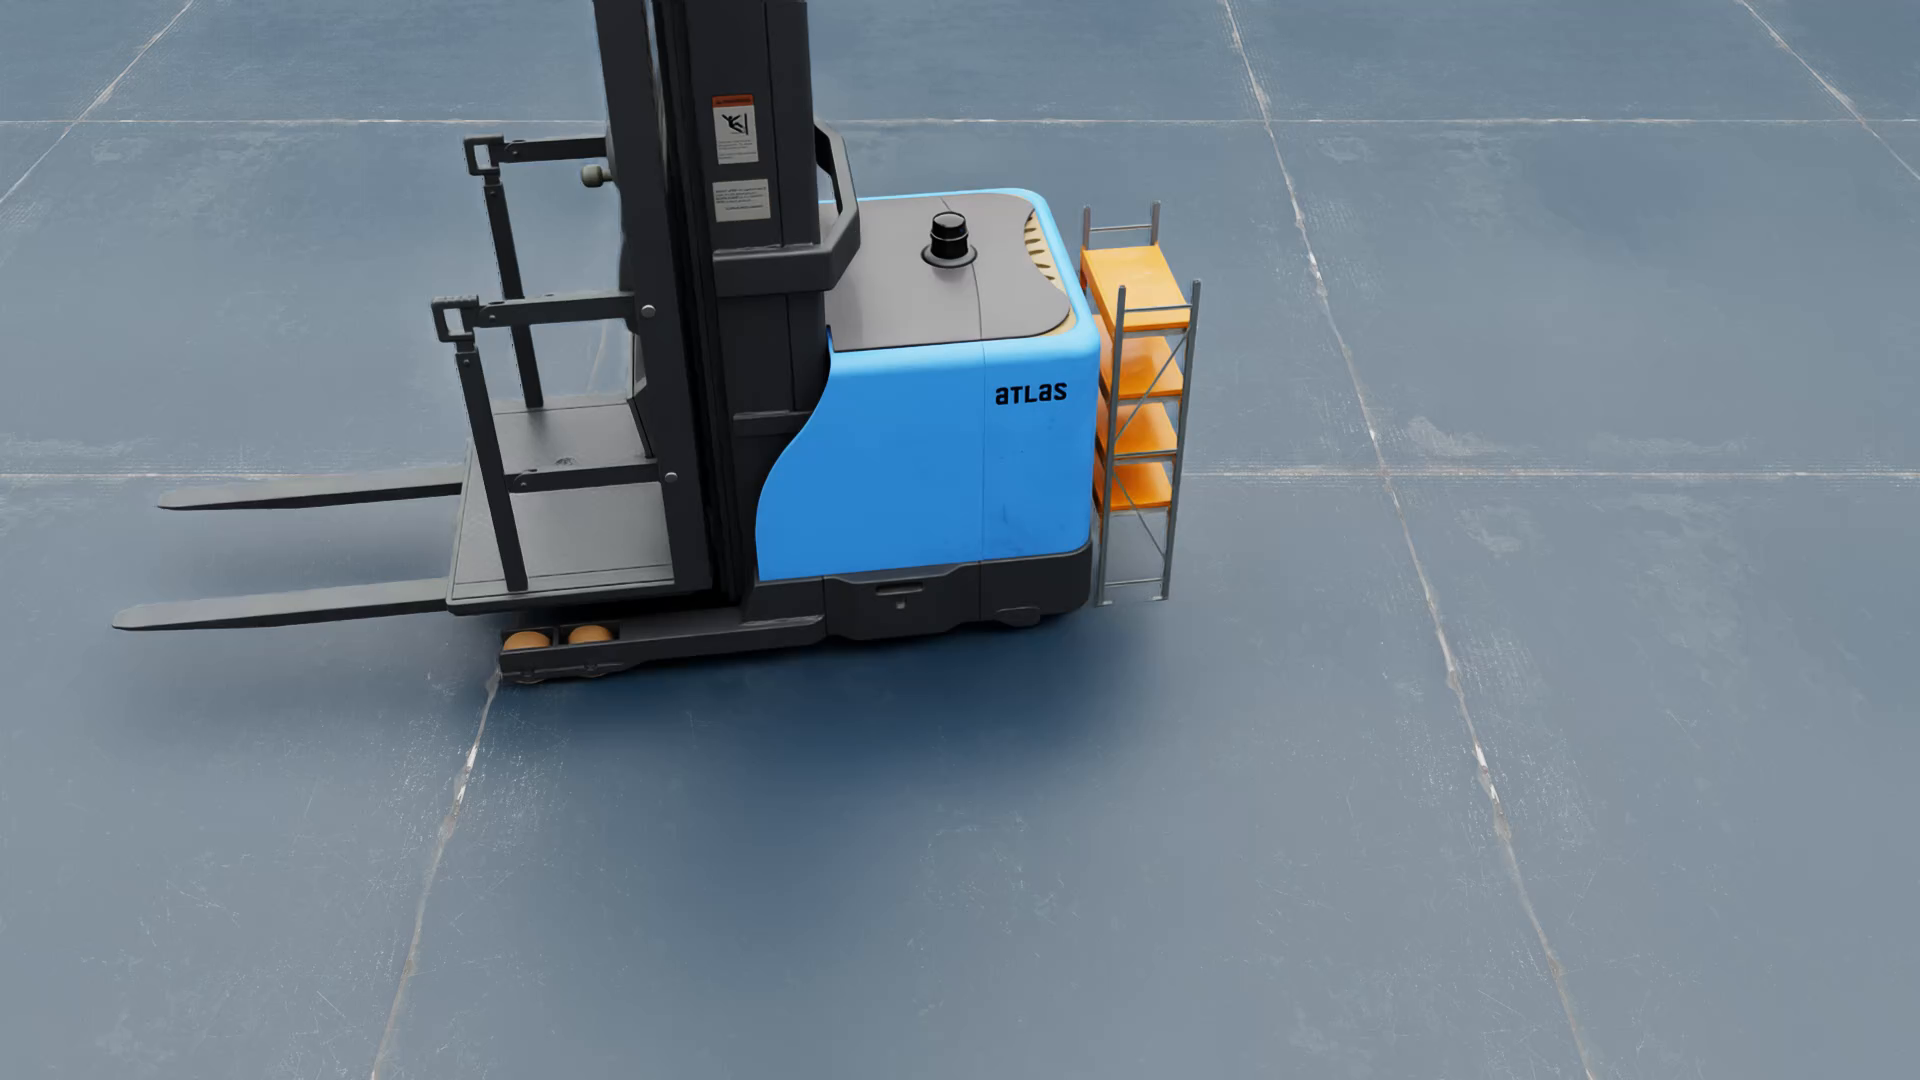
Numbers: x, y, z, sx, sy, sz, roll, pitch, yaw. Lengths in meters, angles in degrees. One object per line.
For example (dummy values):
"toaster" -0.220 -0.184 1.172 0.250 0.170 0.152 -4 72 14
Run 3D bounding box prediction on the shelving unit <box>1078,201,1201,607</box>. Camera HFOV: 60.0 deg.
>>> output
"shelving unit" 0.534 -0.415 5.308 0.258 1.200 0.503 -5 39 -7

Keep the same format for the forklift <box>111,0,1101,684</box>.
"forklift" -1.137 -1.050 4.716 3.031 2.935 1.130 -5 39 -7

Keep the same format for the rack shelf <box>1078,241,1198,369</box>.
"rack shelf" 0.535 -0.722 5.063 0.258 0.148 0.480 -5 39 -7

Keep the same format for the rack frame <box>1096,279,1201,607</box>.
"rack frame" 0.570 -0.264 5.120 0.240 1.200 0.015 -5 39 -7

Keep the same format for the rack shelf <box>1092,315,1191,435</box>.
"rack shelf" 0.534 -0.537 5.210 0.258 0.148 0.480 -5 39 -7

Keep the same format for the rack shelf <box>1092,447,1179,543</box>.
"rack shelf" 0.534 -0.208 5.474 0.258 0.148 0.480 -5 39 -7

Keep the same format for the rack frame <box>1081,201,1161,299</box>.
"rack frame" 0.499 -0.566 5.497 0.240 1.200 0.015 -5 39 -7

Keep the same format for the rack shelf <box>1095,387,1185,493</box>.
"rack shelf" 0.534 -0.363 5.350 0.258 0.148 0.480 -5 39 -7
